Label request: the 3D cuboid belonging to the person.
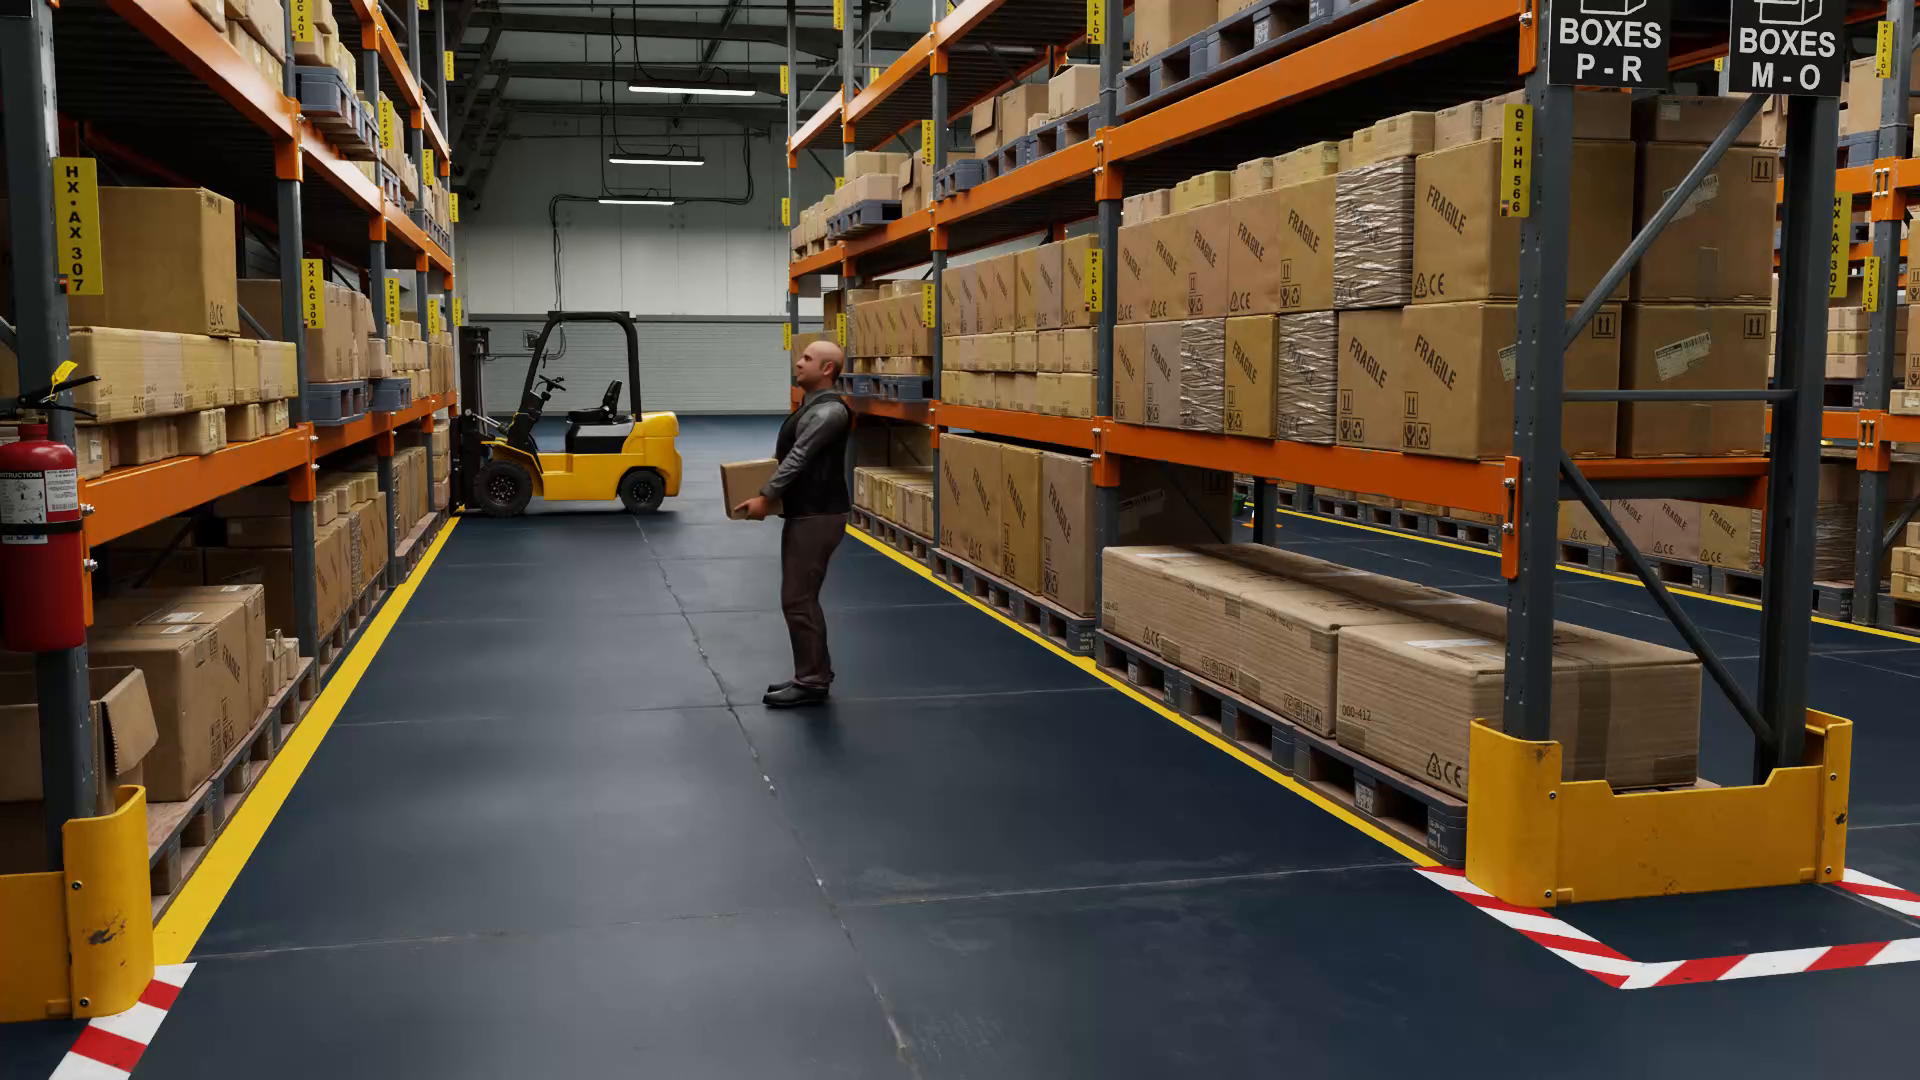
[{"bbox_3d":[-0.796,-0.080,7.859,0.559,1.711,0.494,-1,6,-13],"label":"person"}]
